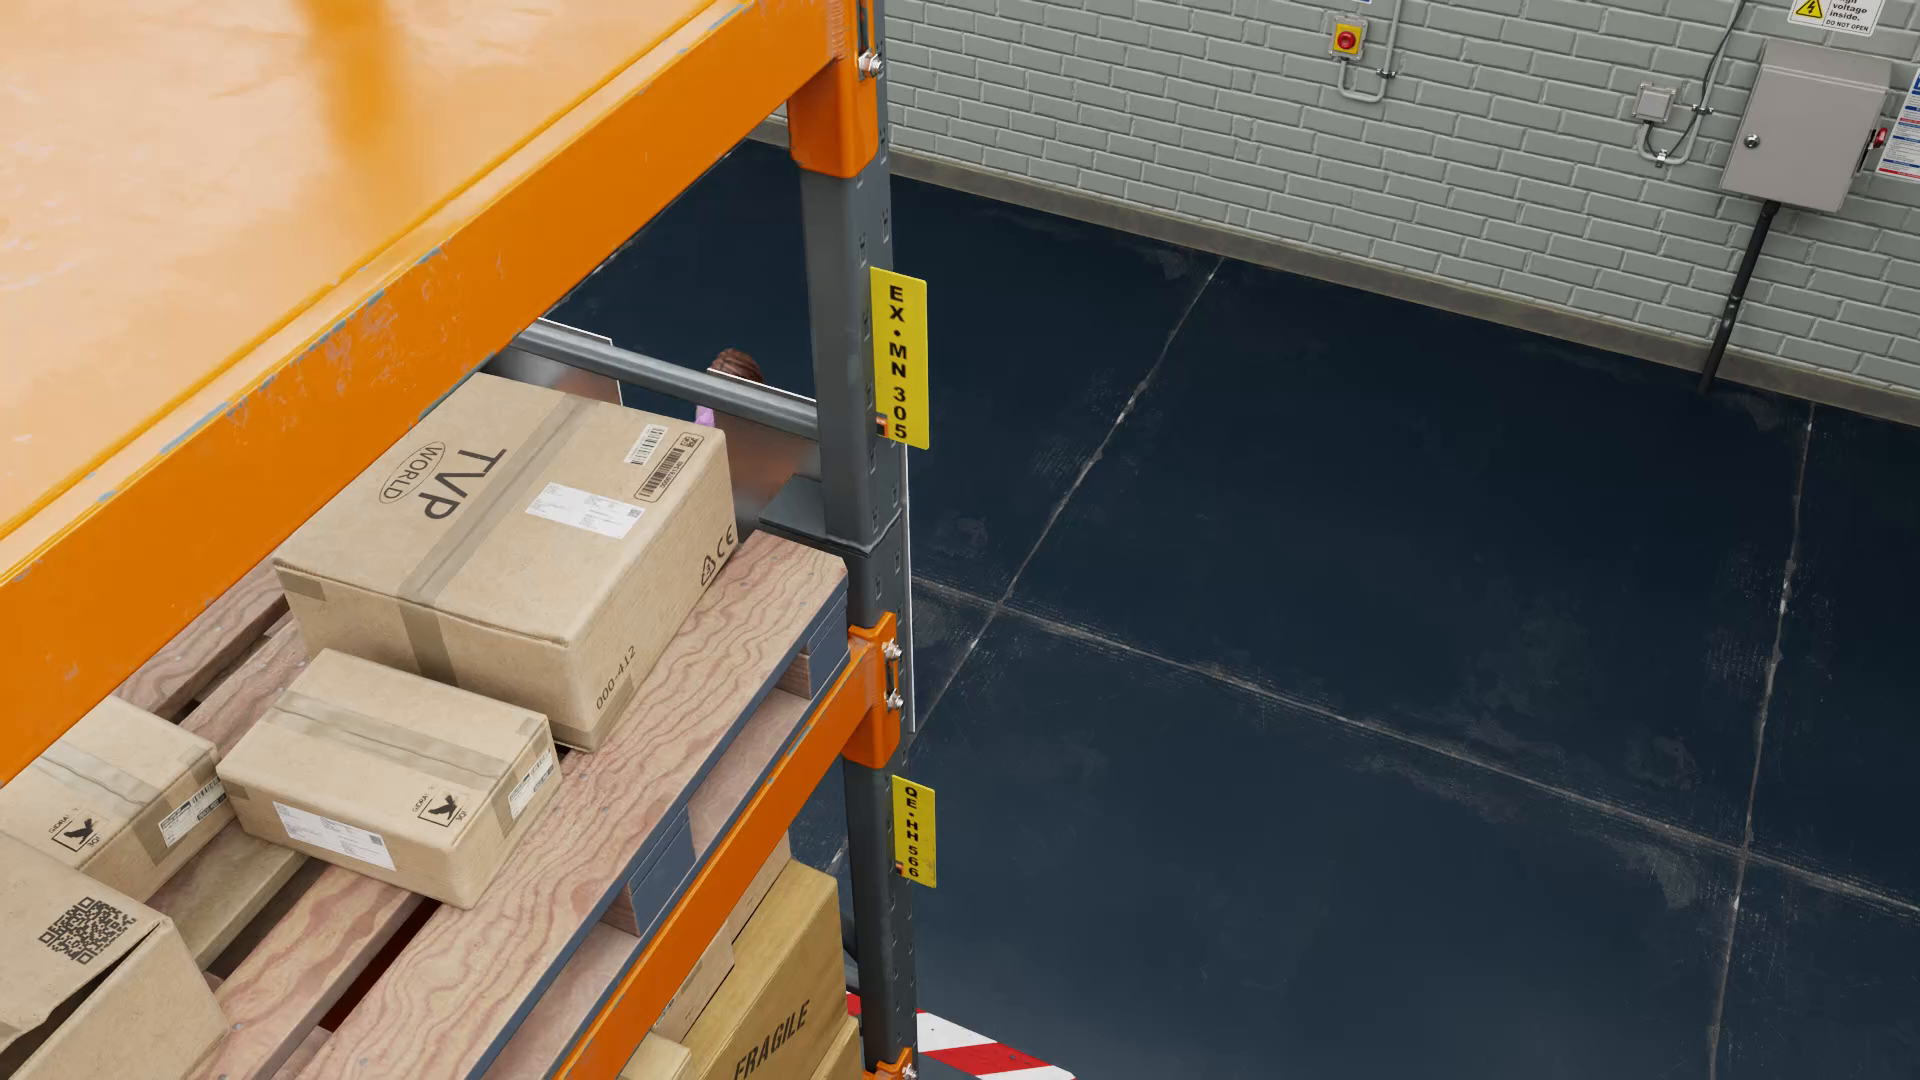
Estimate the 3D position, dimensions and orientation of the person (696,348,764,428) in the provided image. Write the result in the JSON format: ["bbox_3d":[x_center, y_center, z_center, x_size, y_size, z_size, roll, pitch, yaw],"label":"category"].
[{"bbox_3d":[-0.789,-0.036,6.216,0.405,1.605,0.312,19,46,19],"label":"person"}]
